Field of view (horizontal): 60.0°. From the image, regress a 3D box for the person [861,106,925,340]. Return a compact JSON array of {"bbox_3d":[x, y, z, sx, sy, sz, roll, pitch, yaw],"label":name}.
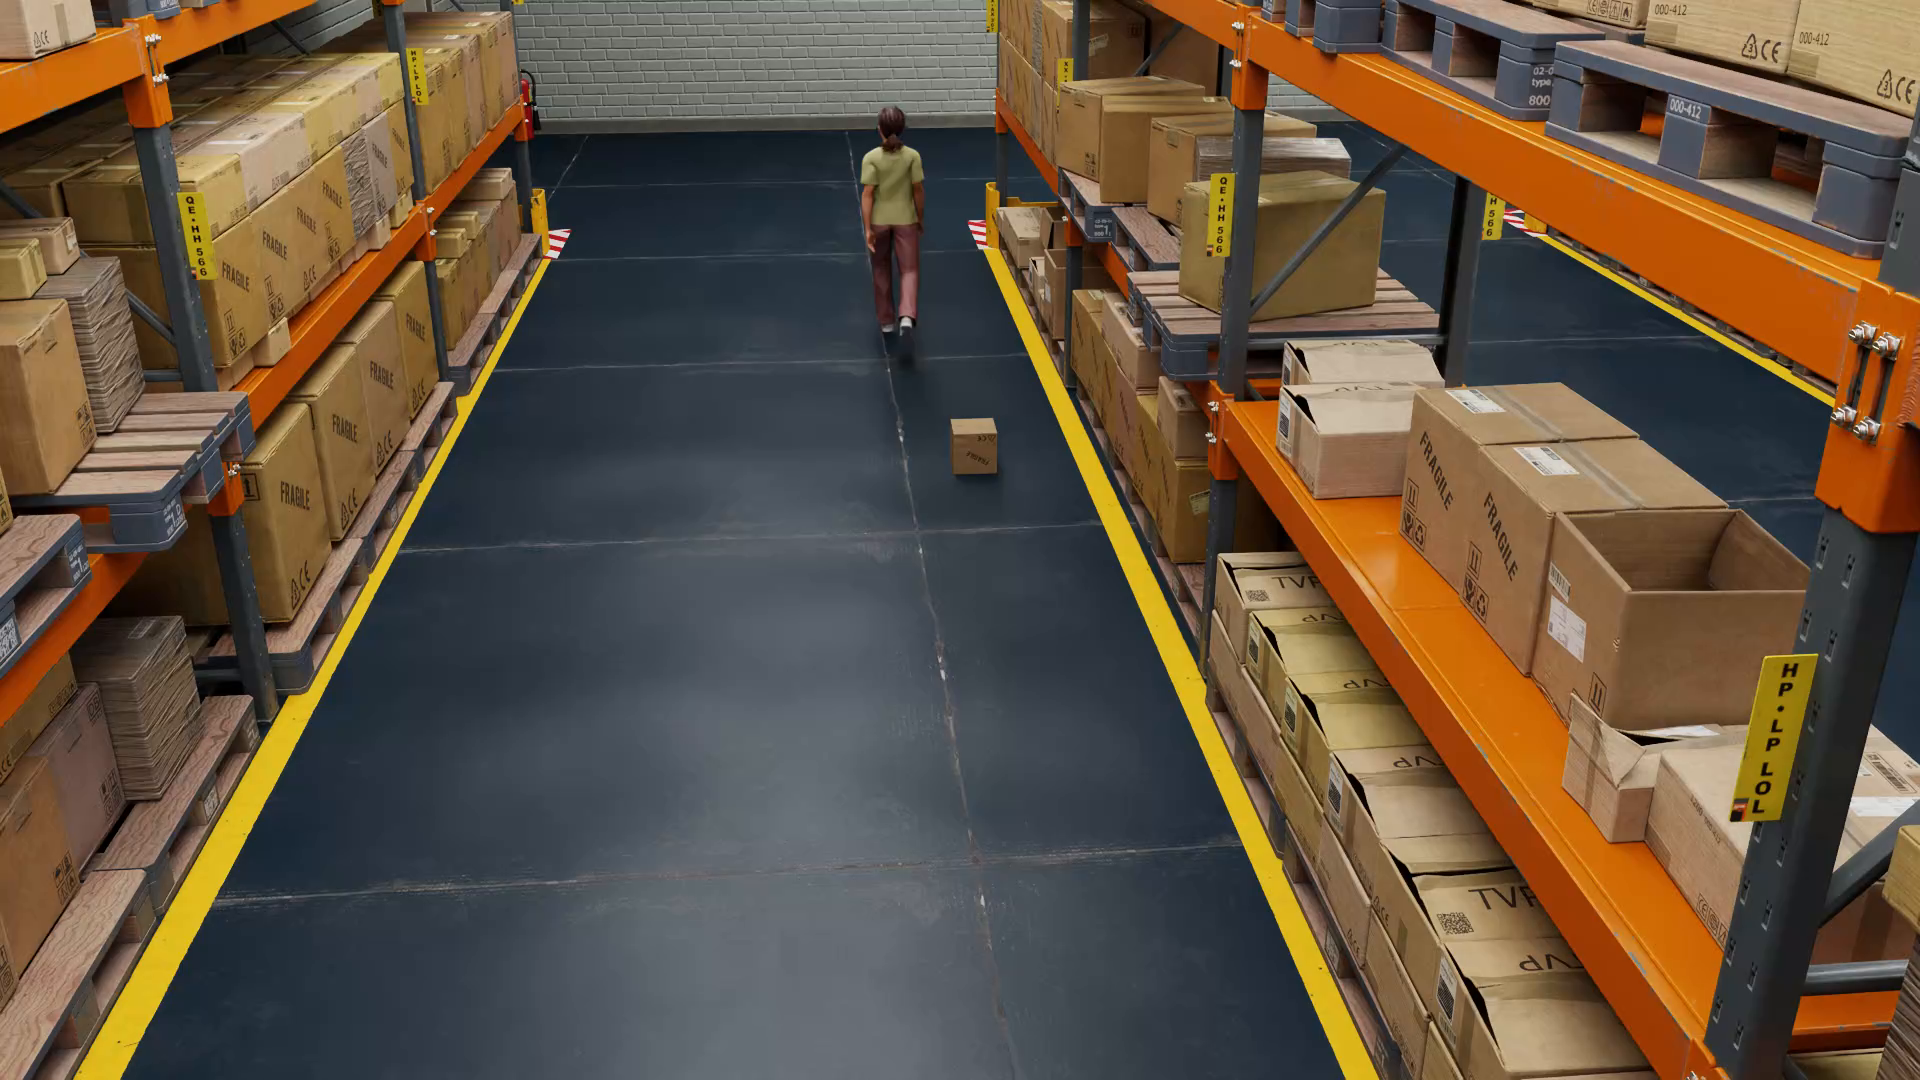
[{"bbox_3d":[-0.461,-2.171,11.542,0.437,1.613,0.920,-1,24,-2],"label":"person"}]
